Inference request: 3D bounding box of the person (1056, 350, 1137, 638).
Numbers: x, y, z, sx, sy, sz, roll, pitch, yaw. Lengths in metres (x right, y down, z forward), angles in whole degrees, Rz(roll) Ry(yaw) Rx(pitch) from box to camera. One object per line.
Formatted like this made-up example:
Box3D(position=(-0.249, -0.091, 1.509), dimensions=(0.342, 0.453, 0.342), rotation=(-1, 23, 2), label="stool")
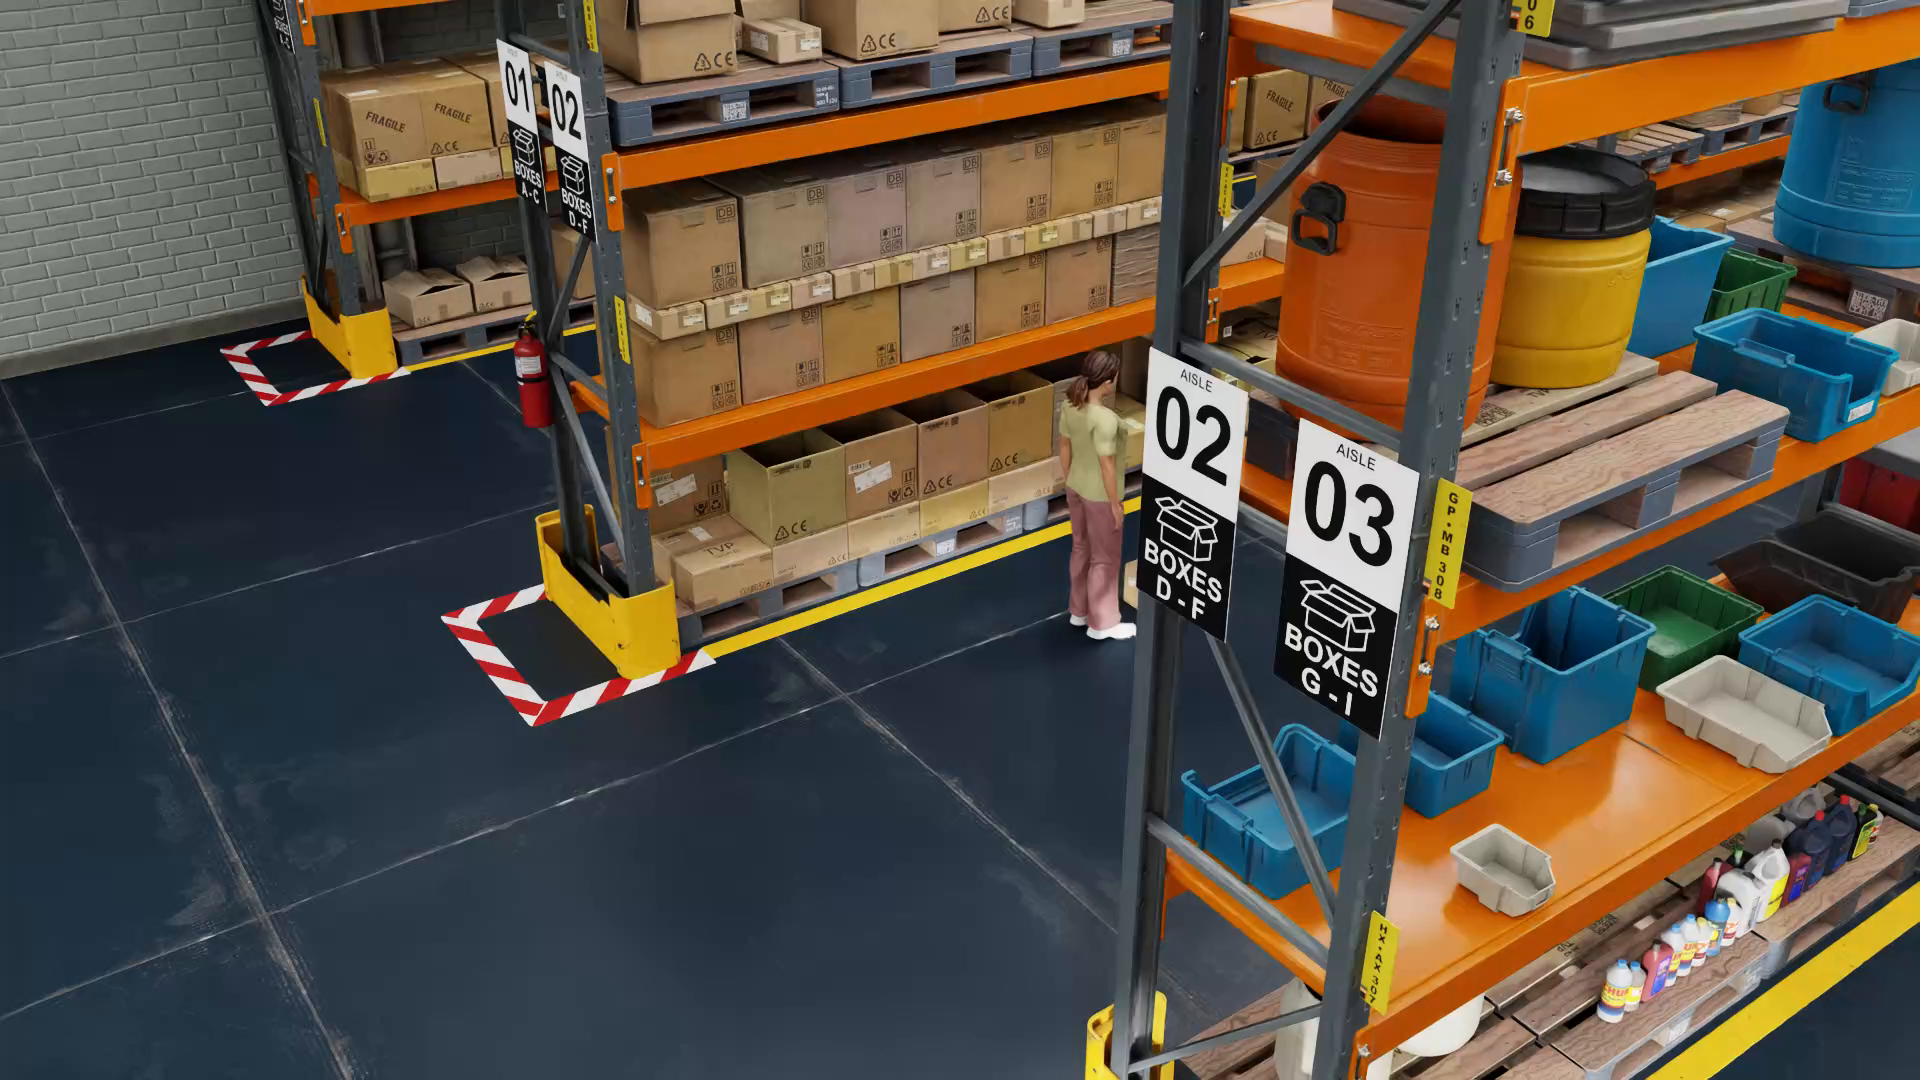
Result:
Box3D(position=(0.743, -0.247, 9.049), dimensions=(0.424, 1.693, 0.453), rotation=(-19, 34, -31), label="person")
